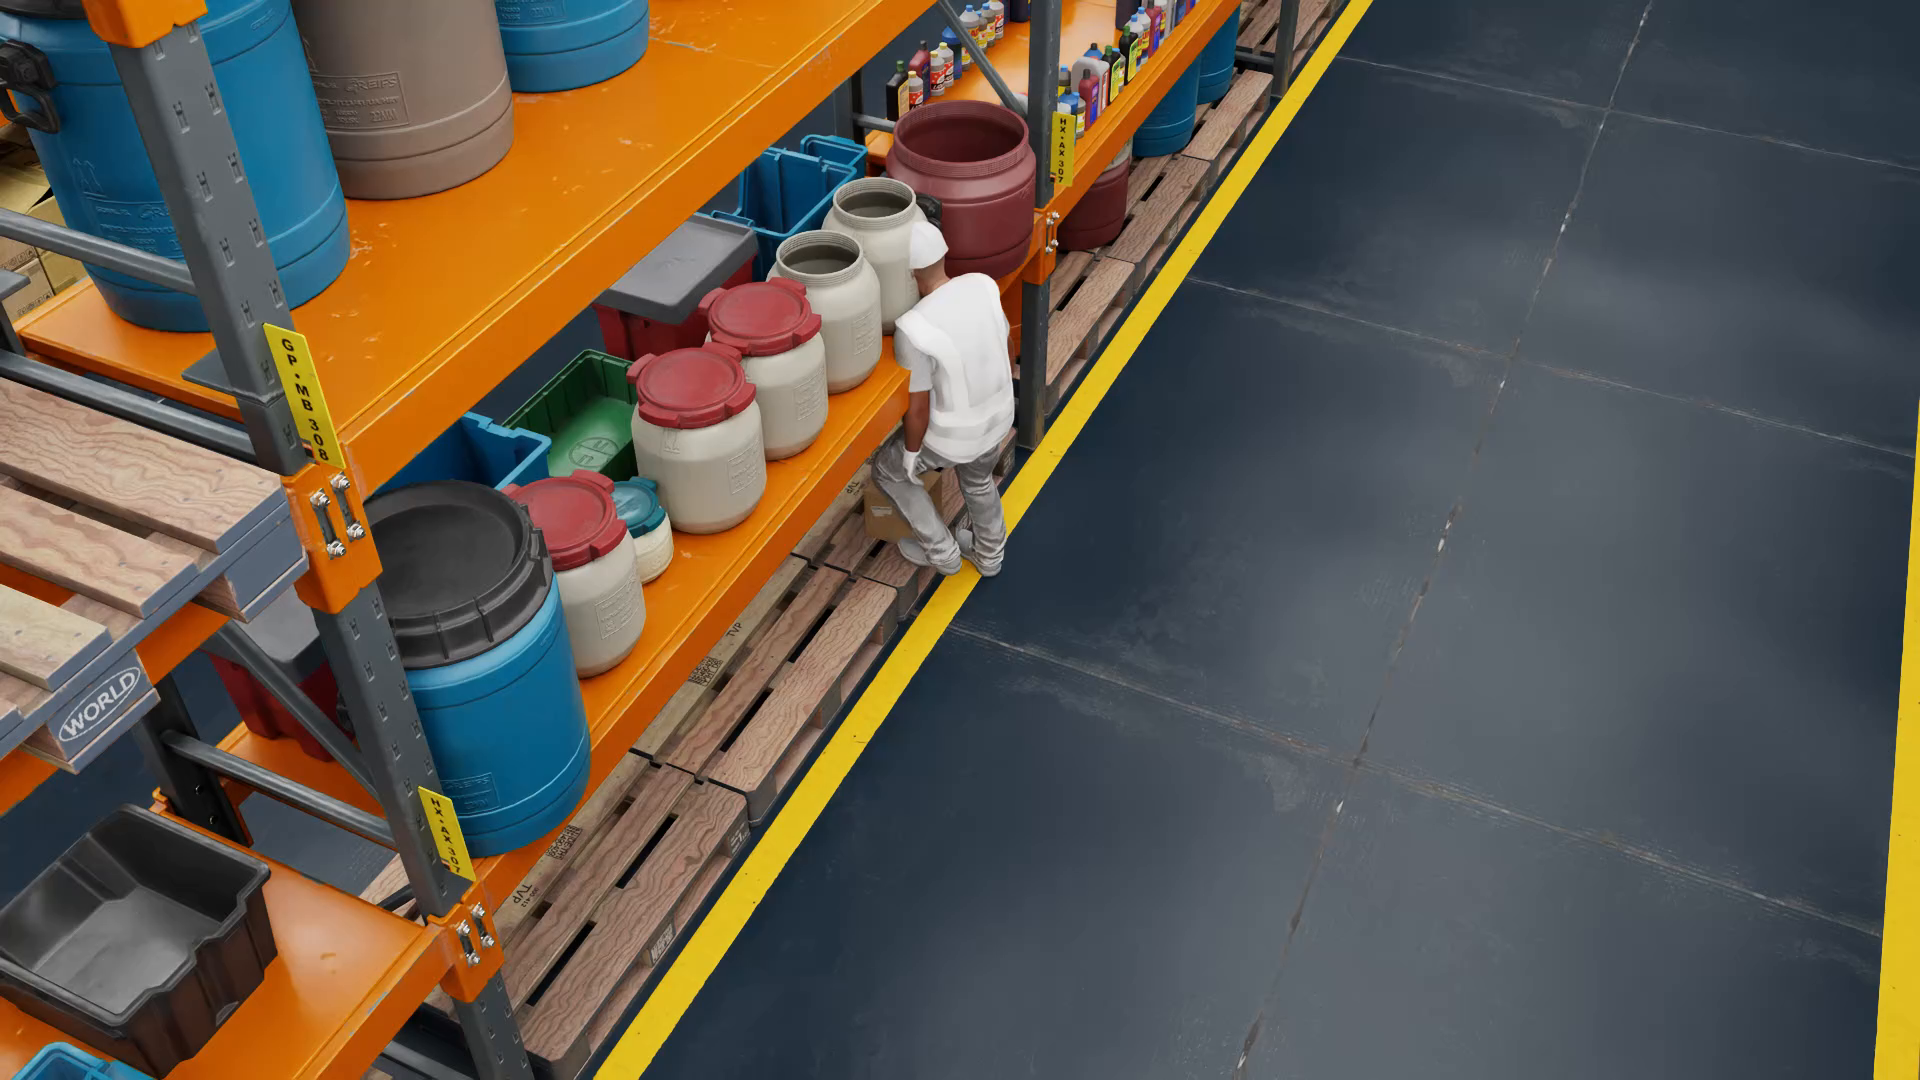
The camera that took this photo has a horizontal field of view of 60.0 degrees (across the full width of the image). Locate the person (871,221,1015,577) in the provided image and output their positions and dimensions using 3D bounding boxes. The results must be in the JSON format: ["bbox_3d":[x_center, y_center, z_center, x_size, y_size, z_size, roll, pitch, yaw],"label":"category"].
[{"bbox_3d":[-0.059,-0.489,6.720,0.541,1.750,0.617,31,50,30],"label":"person"}]
